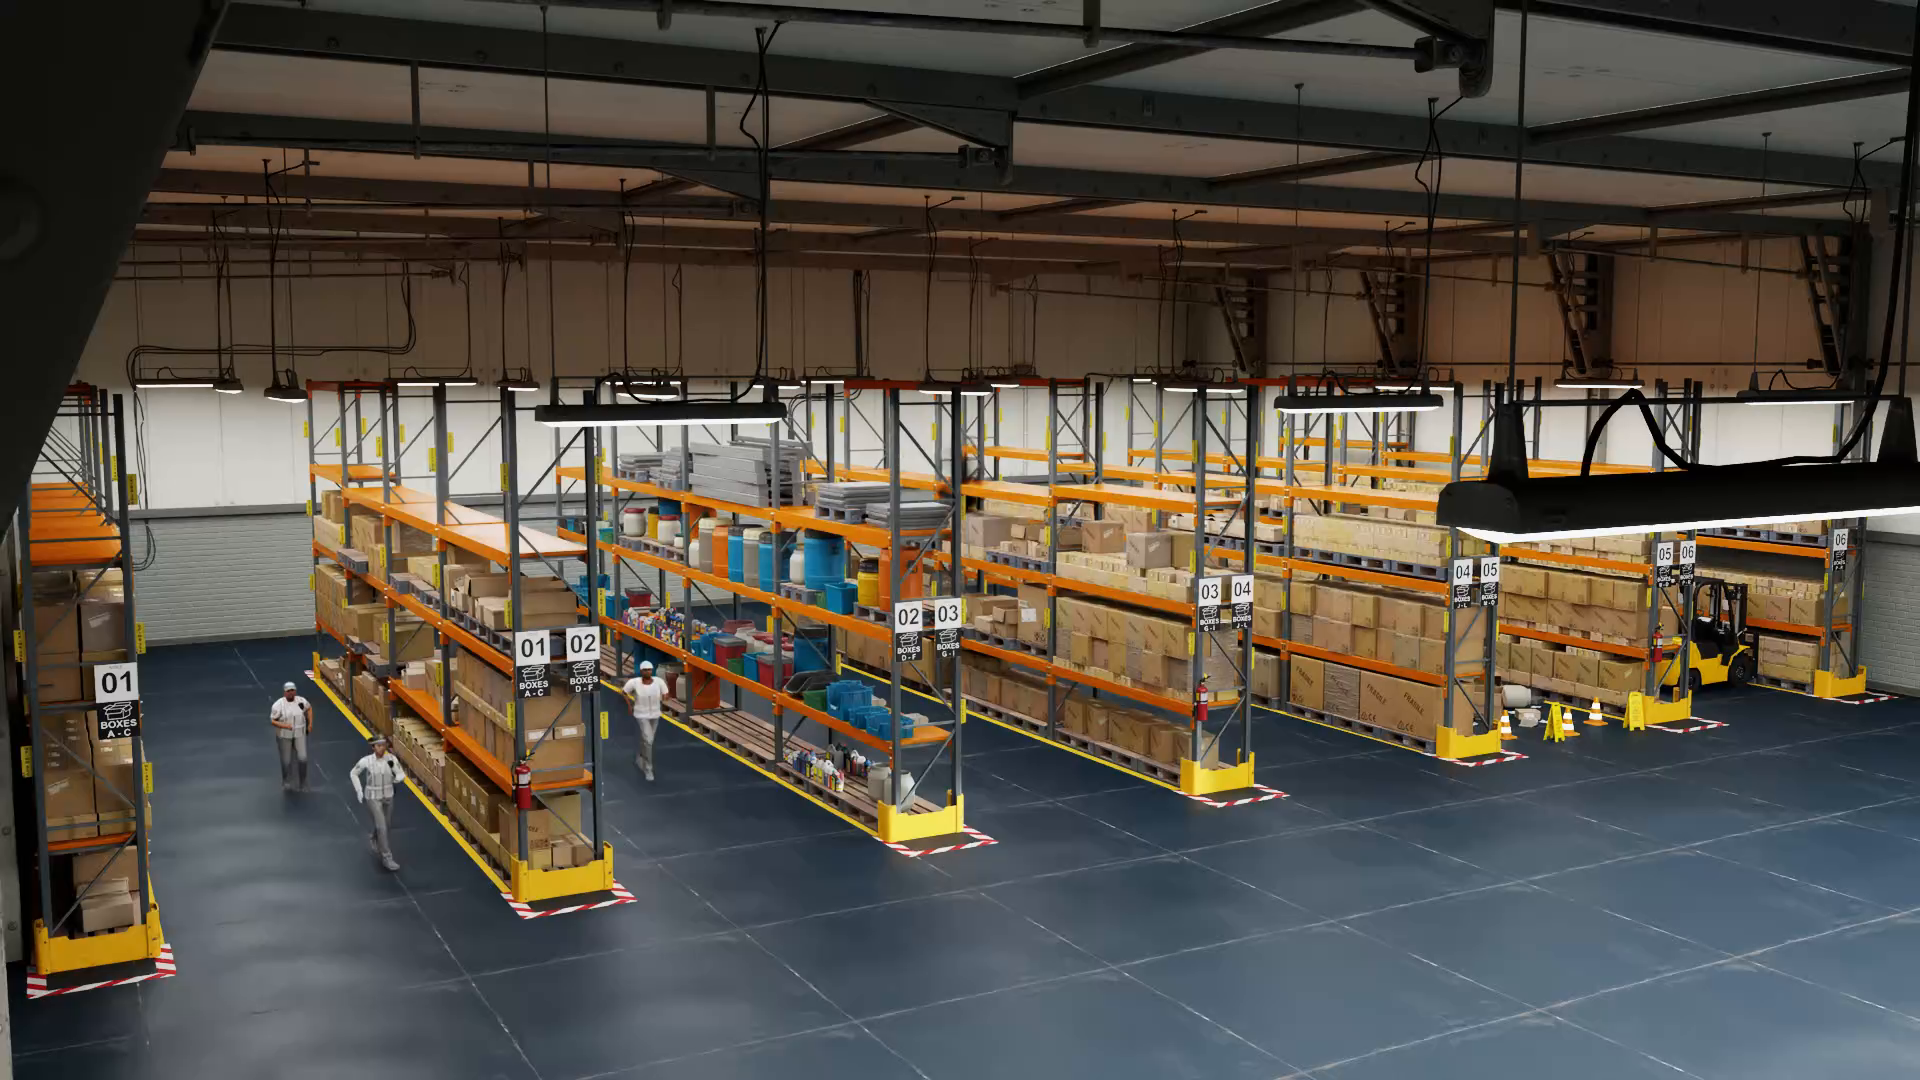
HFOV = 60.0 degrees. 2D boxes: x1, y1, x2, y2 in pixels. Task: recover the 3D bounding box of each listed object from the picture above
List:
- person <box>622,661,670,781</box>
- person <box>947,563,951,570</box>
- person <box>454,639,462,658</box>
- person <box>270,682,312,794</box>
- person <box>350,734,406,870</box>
[{"bbox_3d":[-4.795,2.748,25.577,0.663,1.833,0.783,-4,7,-34],"label":"person"},{"bbox_3d":[-0.058,1.051,41.830,0.795,1.781,0.698,-6,8,-43],"label":"person"},{"bbox_3d":[-10.009,1.915,33.212,0.743,1.796,0.902,-3,7,-28],"label":"person"},{"bbox_3d":[-9.817,2.927,24.484,0.619,1.711,0.691,-4,7,-31],"label":"person"},{"bbox_3d":[-7.304,3.248,20.942,0.612,1.672,0.896,-5,8,-41],"label":"person"}]
